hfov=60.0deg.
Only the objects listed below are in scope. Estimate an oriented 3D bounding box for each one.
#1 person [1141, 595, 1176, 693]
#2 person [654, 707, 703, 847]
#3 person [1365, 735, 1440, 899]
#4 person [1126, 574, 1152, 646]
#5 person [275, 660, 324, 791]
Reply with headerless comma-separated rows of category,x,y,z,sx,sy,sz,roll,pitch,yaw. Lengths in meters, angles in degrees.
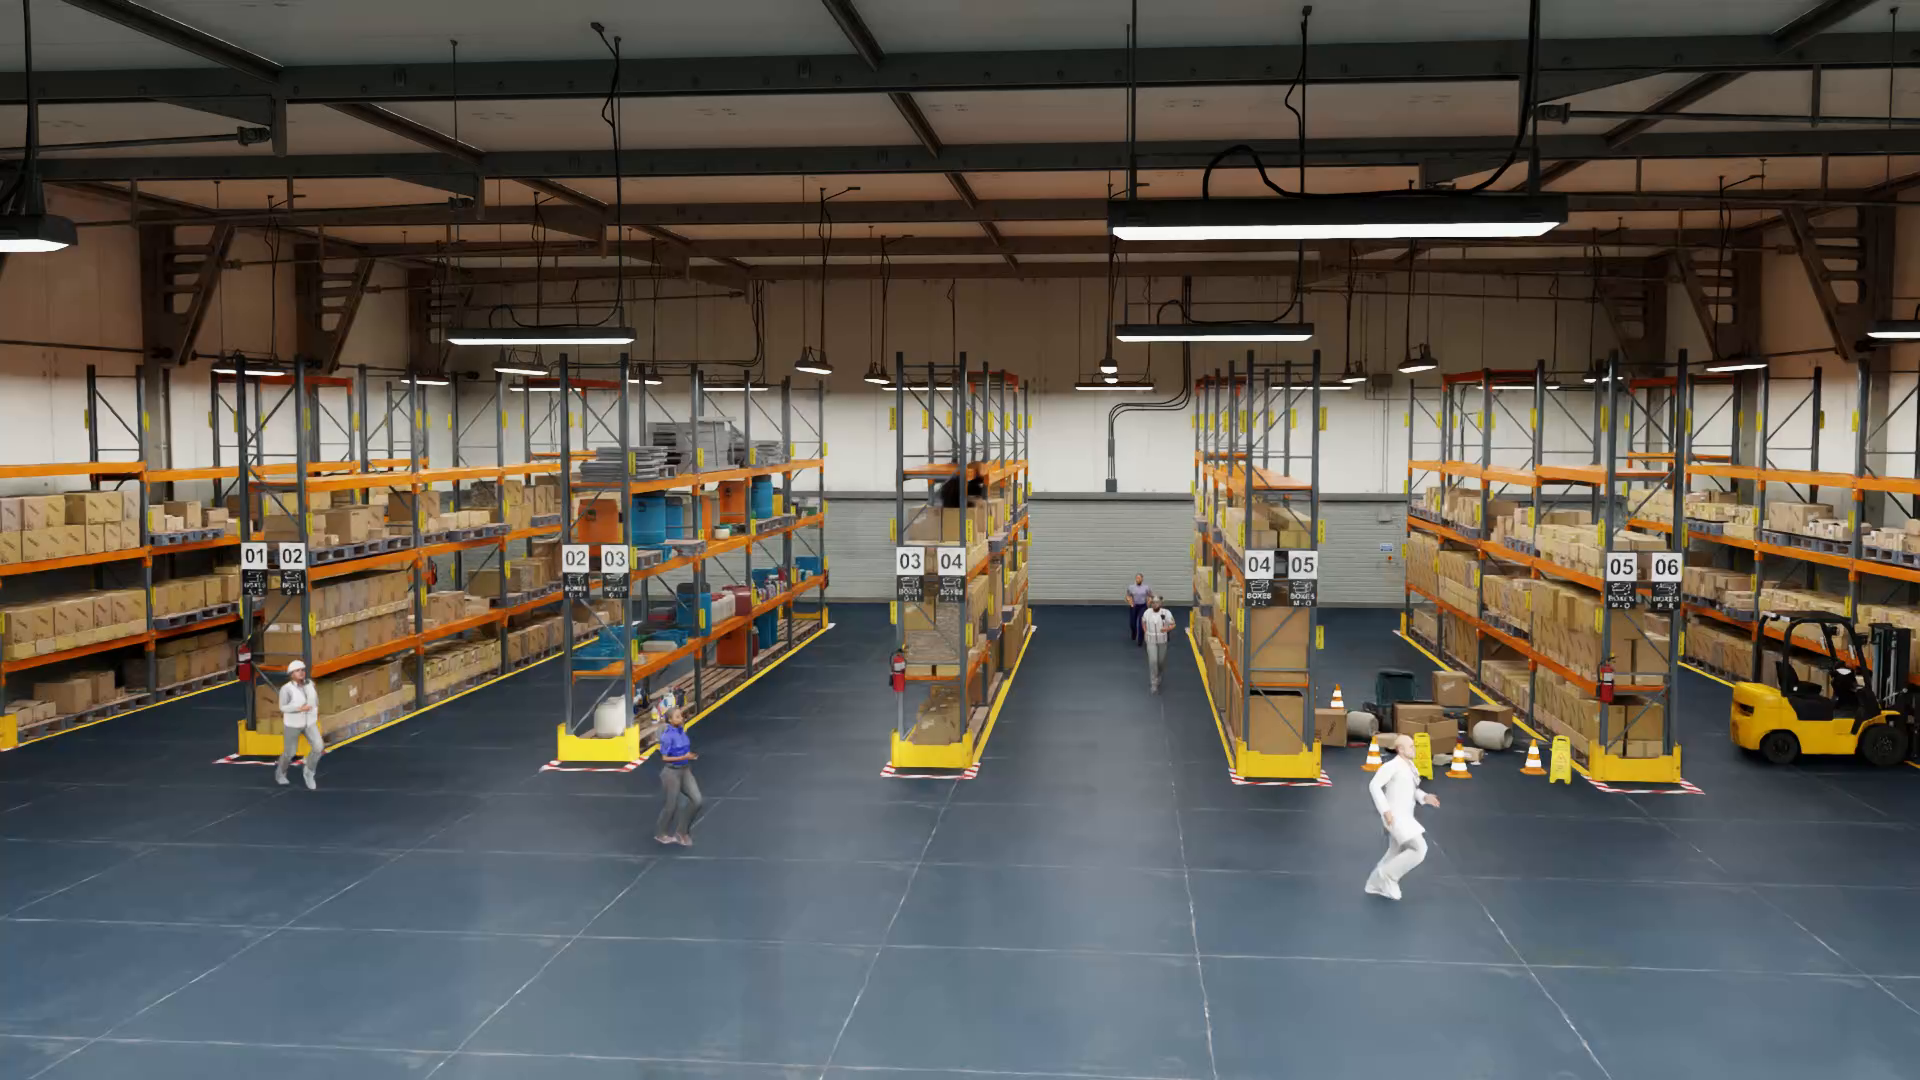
person,3.710,1.911,31.123,0.647,1.797,0.911,1,4,9
person,-3.298,2.800,19.537,0.667,1.685,0.558,2,5,28
person,4.614,2.894,17.365,0.760,1.723,0.627,2,5,30
person,4.029,1.553,37.331,0.609,1.595,0.592,1,4,8
person,-8.963,2.512,22.606,0.873,1.788,0.662,4,5,41
